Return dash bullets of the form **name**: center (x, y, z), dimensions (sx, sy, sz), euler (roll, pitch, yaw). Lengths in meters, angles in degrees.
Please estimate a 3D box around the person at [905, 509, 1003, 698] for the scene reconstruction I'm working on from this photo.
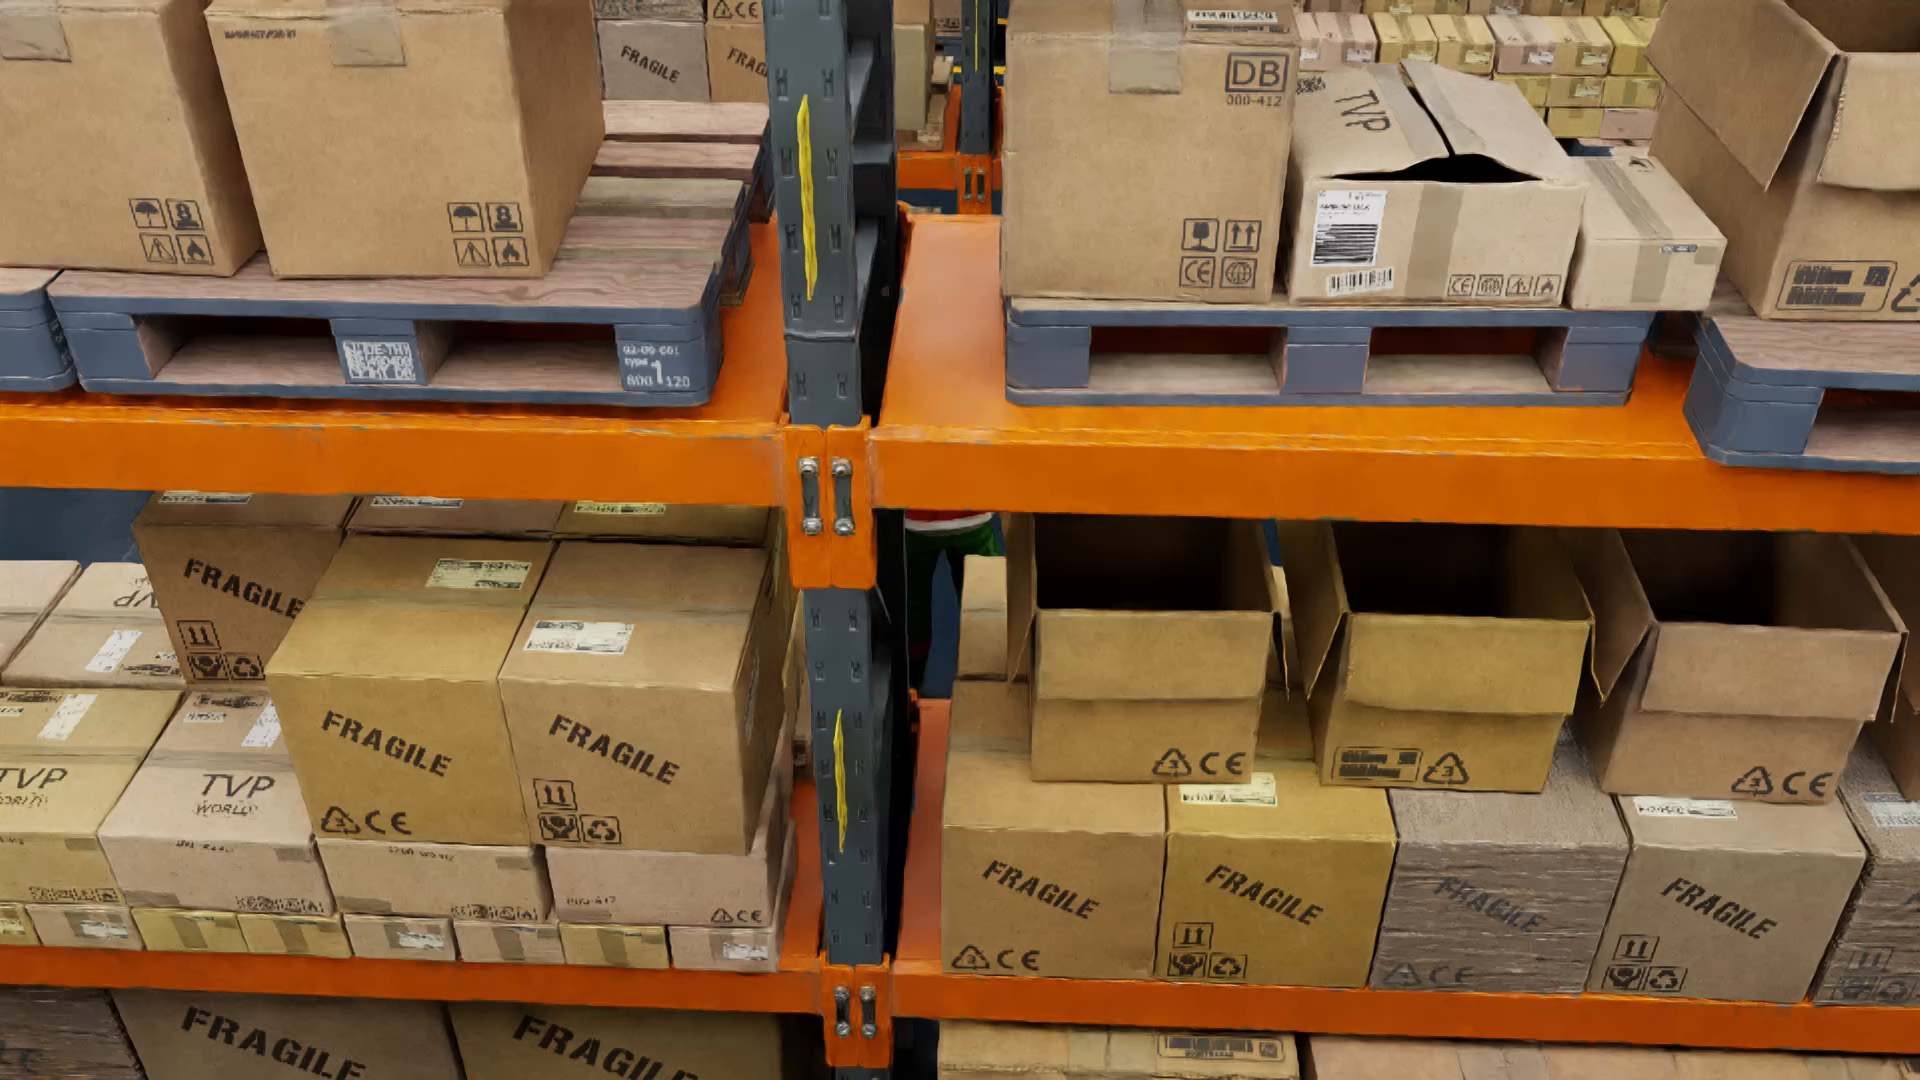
- **person**: center (-0.076, -0.130, 6.255), dimensions (0.620, 1.794, 0.465), euler (-11, 37, -15)
